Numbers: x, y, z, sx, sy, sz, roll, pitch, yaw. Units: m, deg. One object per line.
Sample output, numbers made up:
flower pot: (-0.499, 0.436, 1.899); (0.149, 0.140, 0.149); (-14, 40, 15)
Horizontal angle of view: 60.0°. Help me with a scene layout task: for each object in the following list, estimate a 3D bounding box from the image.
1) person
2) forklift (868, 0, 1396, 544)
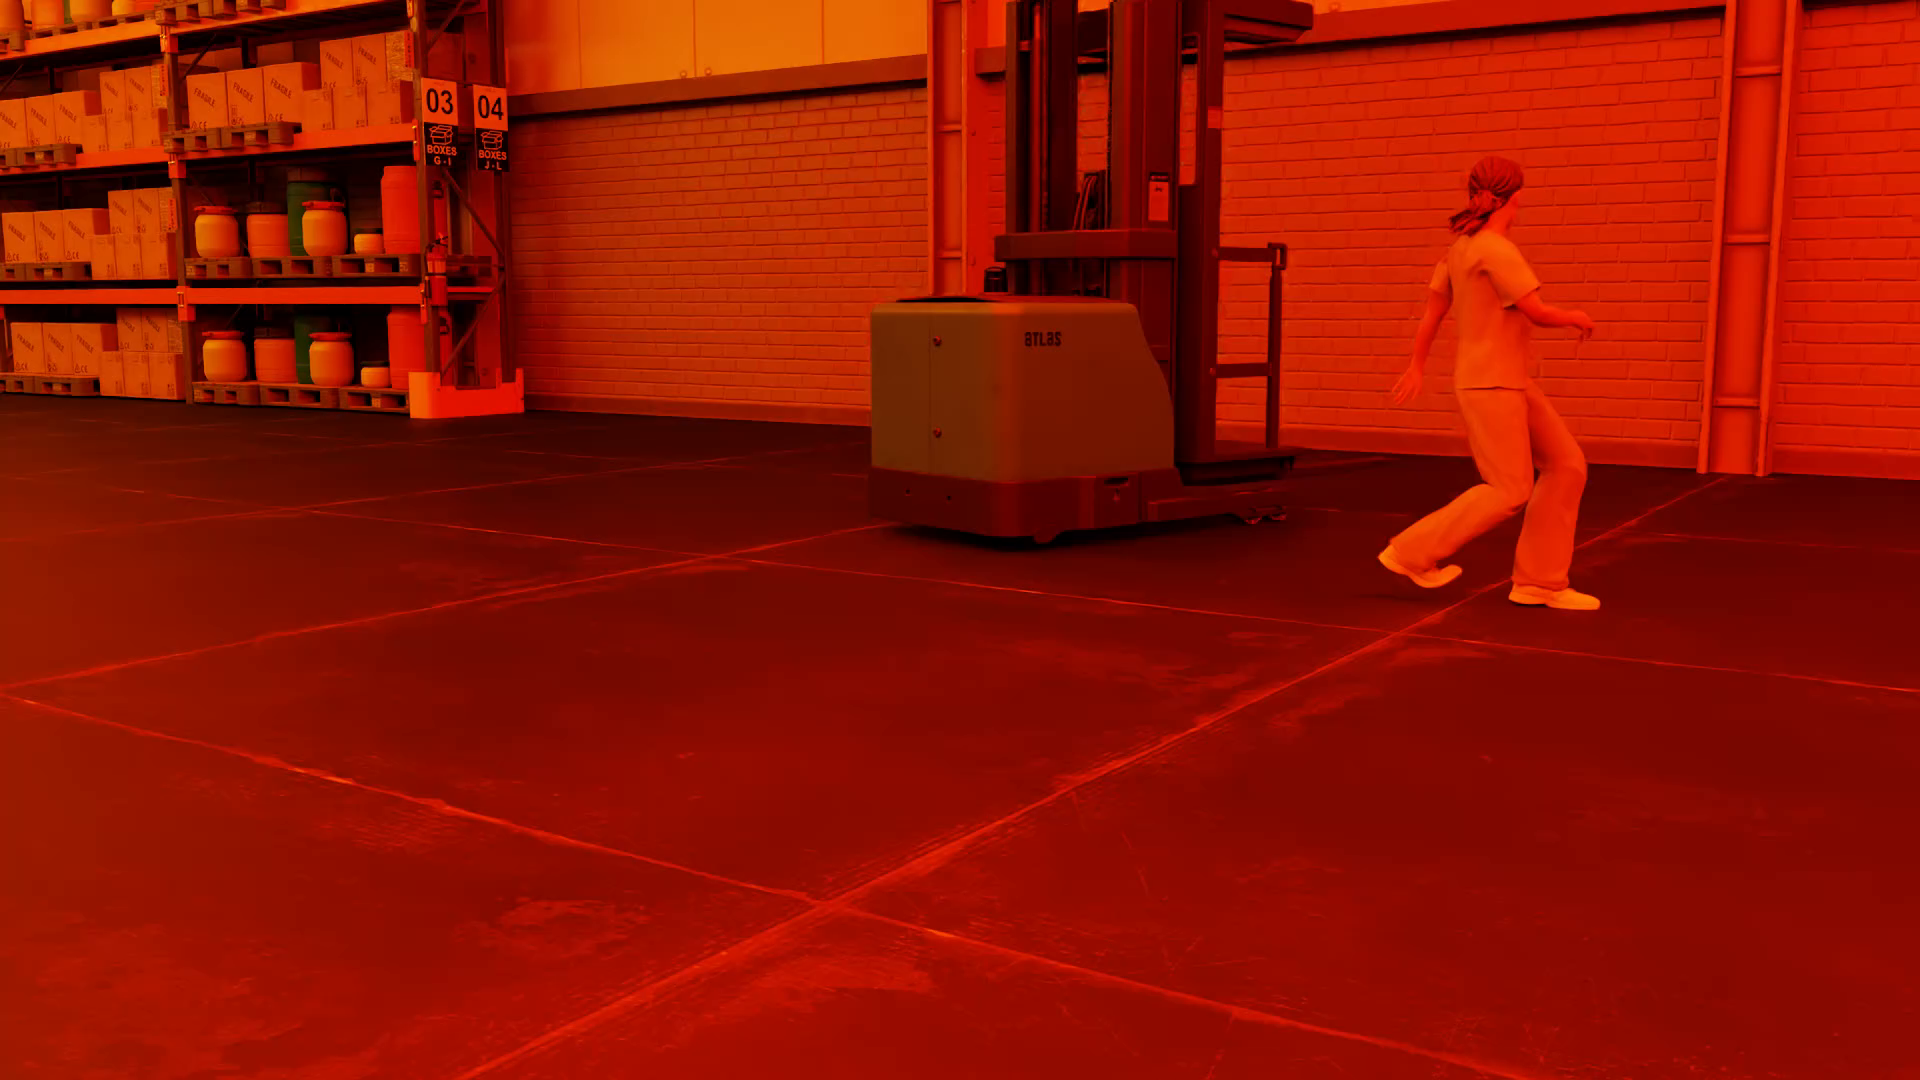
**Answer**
person: (1.910, -0.555, 5.923); (0.774, 1.597, 0.496); (3, 9, 21)
forklift: (1.025, -1.577, 8.286); (3.031, 2.935, 1.130); (-7, 10, -39)
